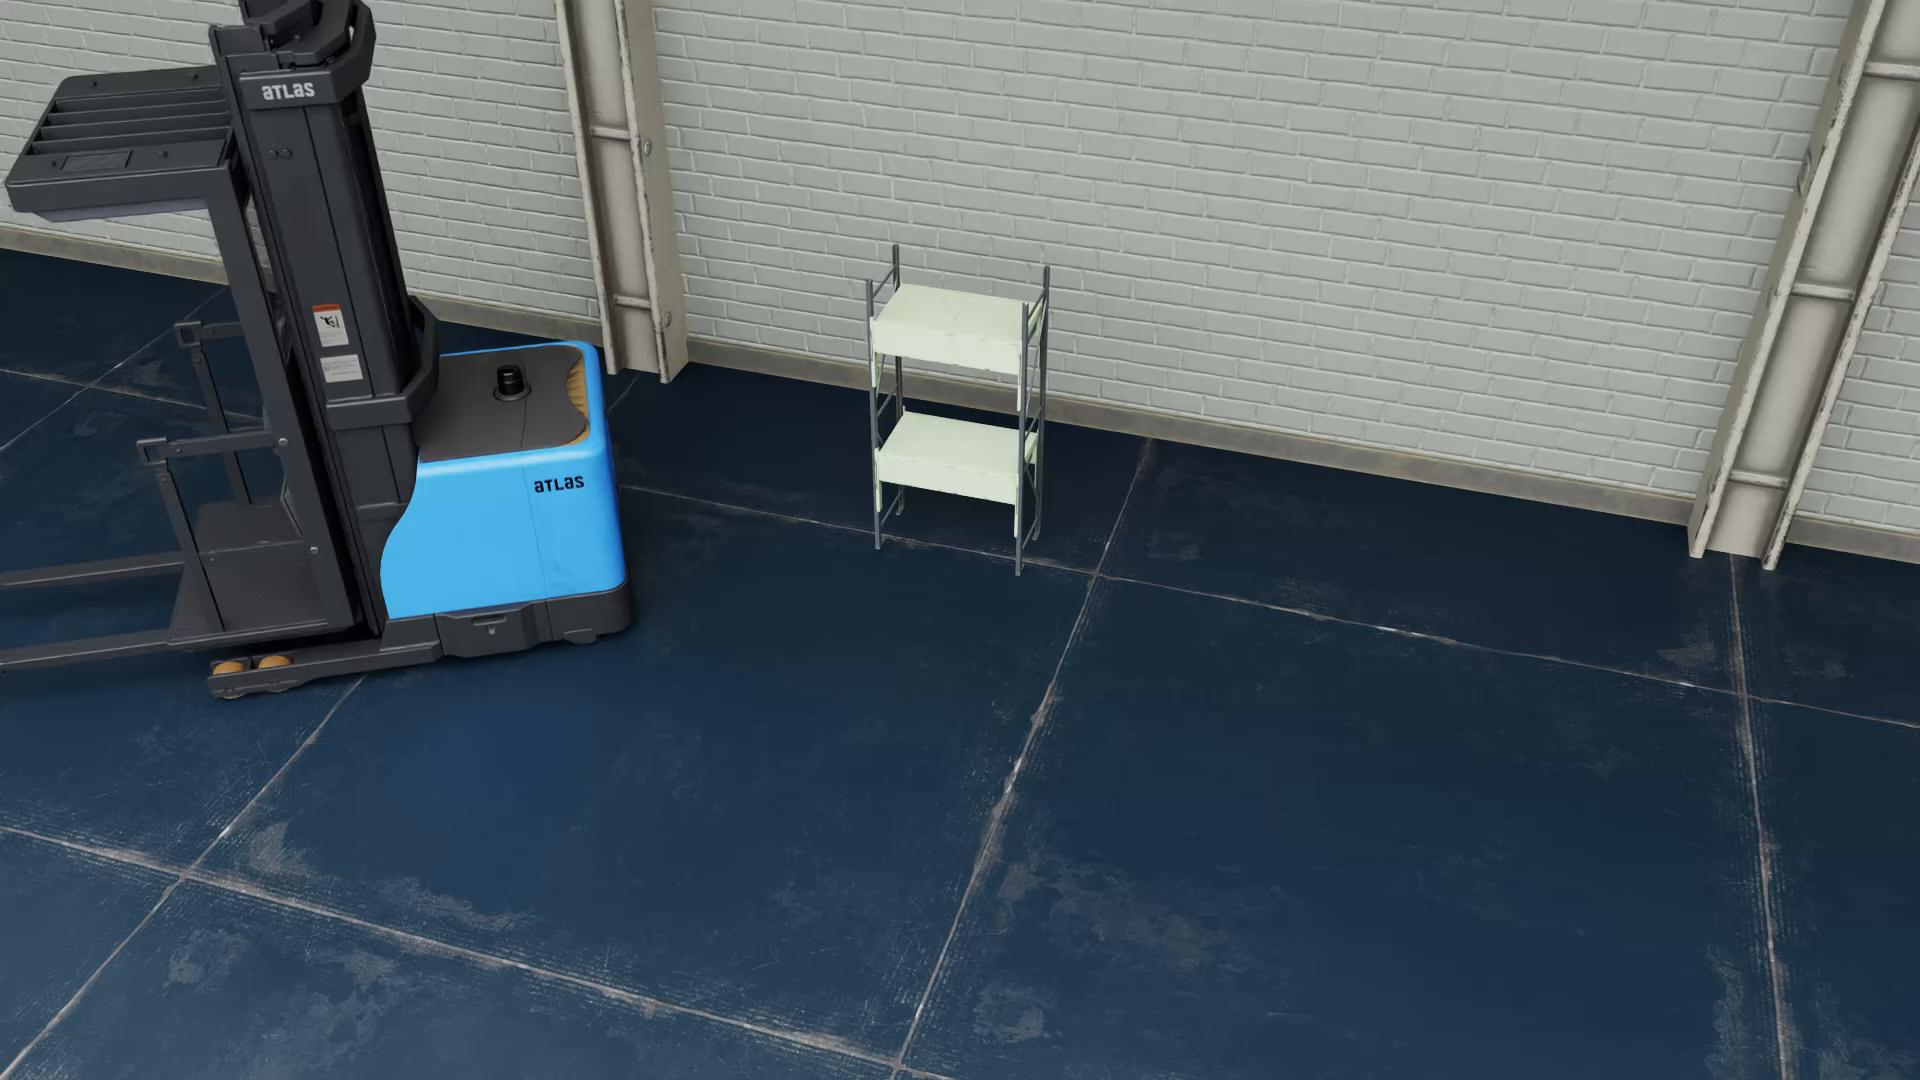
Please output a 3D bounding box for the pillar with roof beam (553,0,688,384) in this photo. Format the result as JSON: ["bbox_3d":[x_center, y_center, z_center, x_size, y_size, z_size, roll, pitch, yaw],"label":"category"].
[{"bbox_3d":[-3.122,-2.219,3.859,0.400,9.000,9.100,10,38,14],"label":"pillar with roof beam"}]

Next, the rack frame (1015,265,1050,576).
[{"bbox_3d":[0.343,-0.541,7.904,0.023,1.500,0.400,10,38,14],"label":"rack frame"}]

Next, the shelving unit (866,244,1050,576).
[{"bbox_3d":[-0.006,-0.605,7.992,0.755,1.500,0.431,10,38,14],"label":"shelving unit"}]

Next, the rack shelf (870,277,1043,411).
[{"bbox_3d":[-0.006,-0.920,7.761,0.720,0.370,0.431,10,38,14],"label":"rack shelf"}]

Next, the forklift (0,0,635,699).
[{"bbox_3d":[-3.102,-0.813,7.067,3.031,2.935,1.130,-8,37,-10],"label":"forklift"}]

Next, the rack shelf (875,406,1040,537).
[{"bbox_3d":[-0.006,-0.343,8.185,0.720,0.370,0.431,10,38,14],"label":"rack shelf"}]

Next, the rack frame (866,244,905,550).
[{"bbox_3d":[-0.356,-0.670,8.080,0.023,1.500,0.400,10,38,14],"label":"rack frame"}]

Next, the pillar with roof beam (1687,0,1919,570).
[{"bbox_3d":[2.605,-1.159,2.418,0.400,9.000,9.100,10,38,14],"label":"pillar with roof beam"}]
